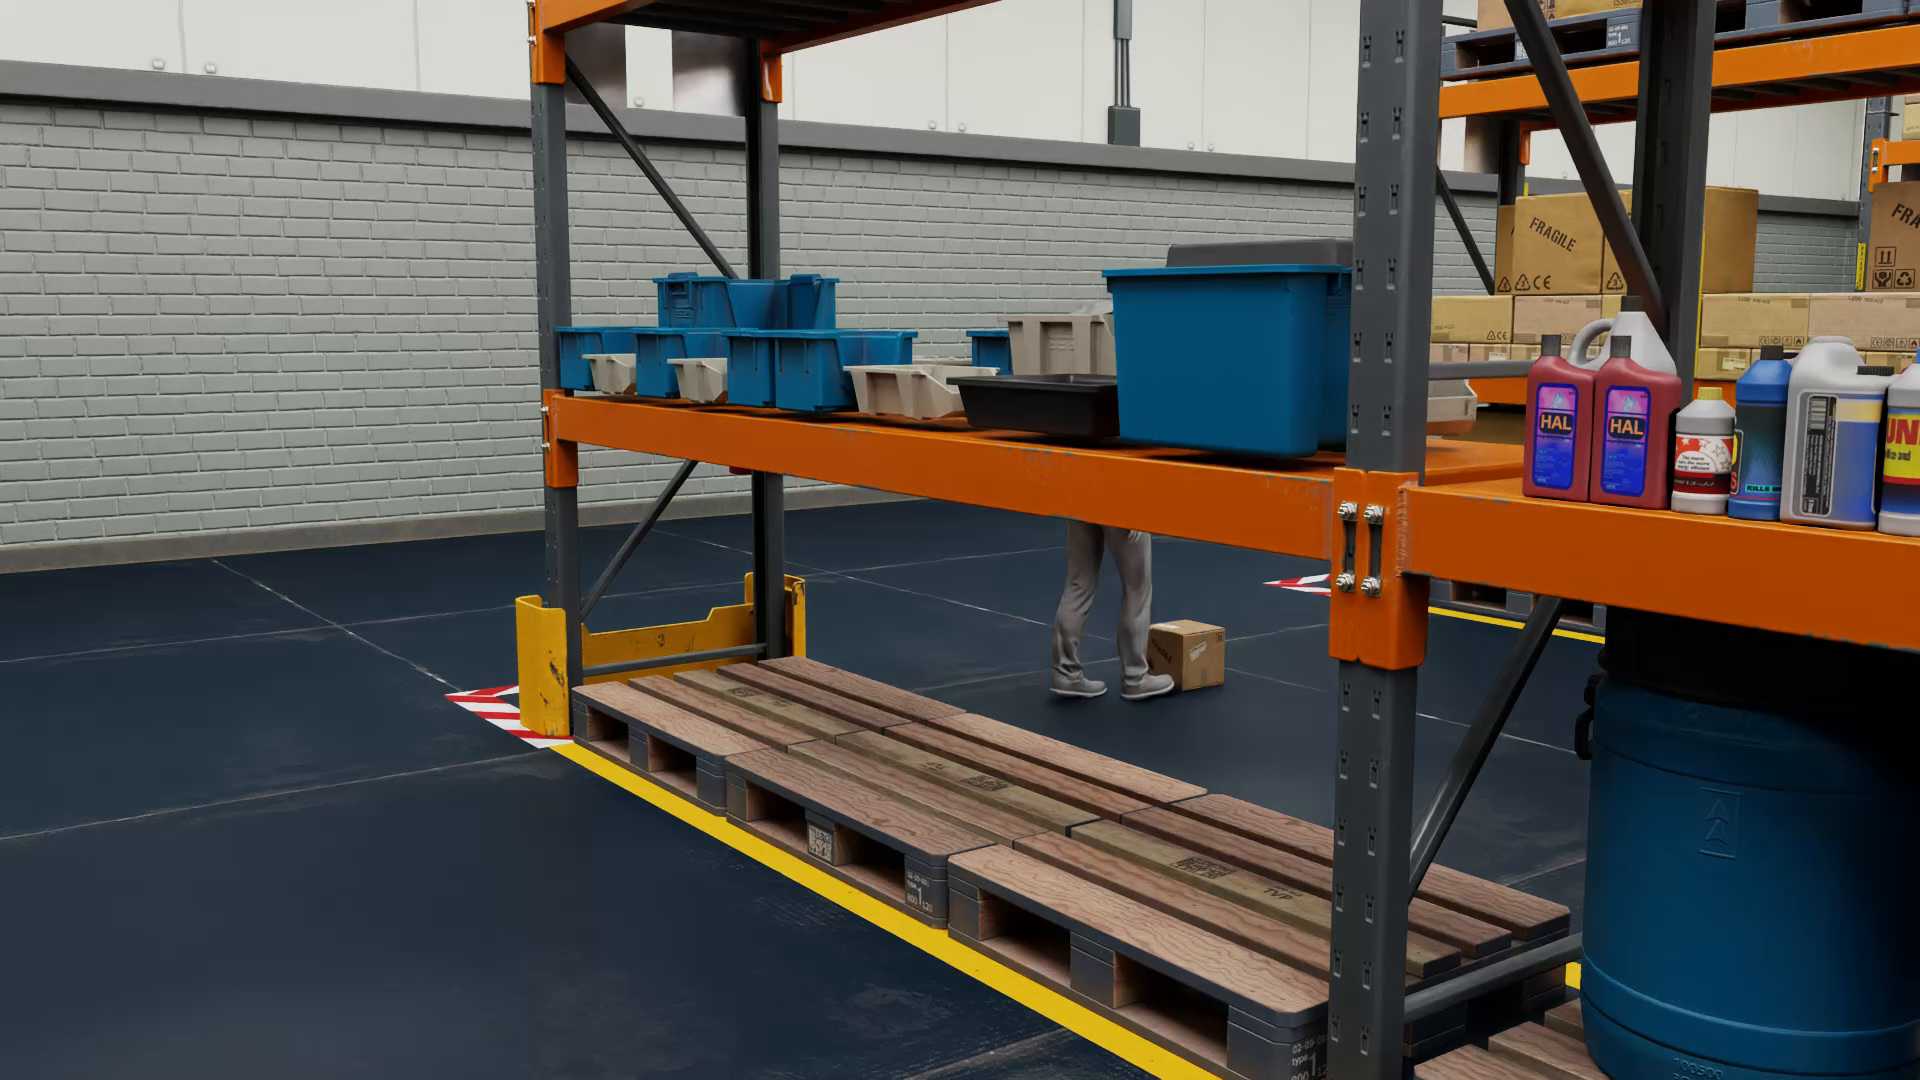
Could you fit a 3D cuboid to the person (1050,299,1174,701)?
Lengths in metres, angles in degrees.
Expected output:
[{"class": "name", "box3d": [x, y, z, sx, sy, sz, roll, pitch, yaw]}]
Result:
[{"class": "person", "box3d": [0.639, -0.167, 6.959, 0.519, 1.685, 0.479, -6, 10, -35]}]
